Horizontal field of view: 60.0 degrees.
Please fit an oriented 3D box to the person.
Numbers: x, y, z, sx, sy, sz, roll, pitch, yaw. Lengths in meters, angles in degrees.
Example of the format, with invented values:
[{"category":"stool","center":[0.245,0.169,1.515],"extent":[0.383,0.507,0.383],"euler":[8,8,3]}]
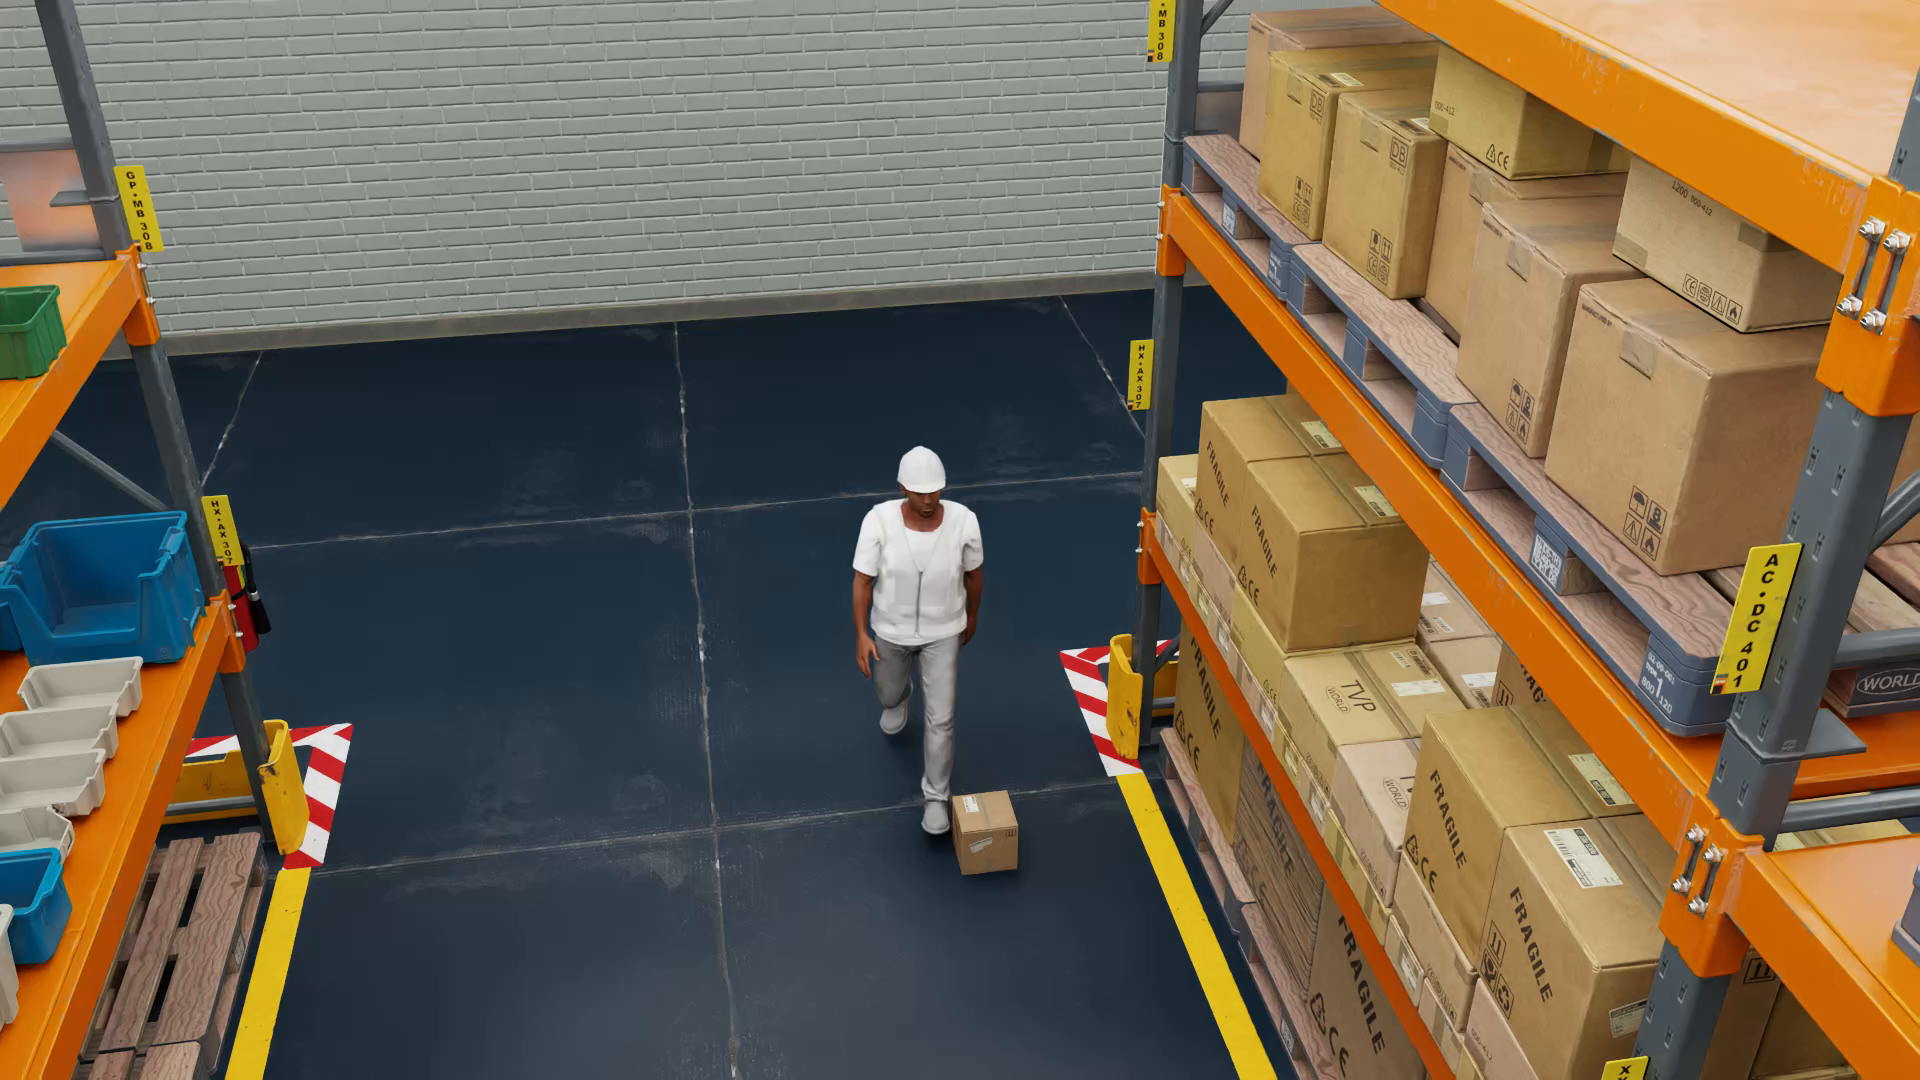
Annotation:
[{"category":"person","center":[-0.187,0.392,7.483],"extent":[0.583,1.738,0.986],"euler":[0,31,1]}]
